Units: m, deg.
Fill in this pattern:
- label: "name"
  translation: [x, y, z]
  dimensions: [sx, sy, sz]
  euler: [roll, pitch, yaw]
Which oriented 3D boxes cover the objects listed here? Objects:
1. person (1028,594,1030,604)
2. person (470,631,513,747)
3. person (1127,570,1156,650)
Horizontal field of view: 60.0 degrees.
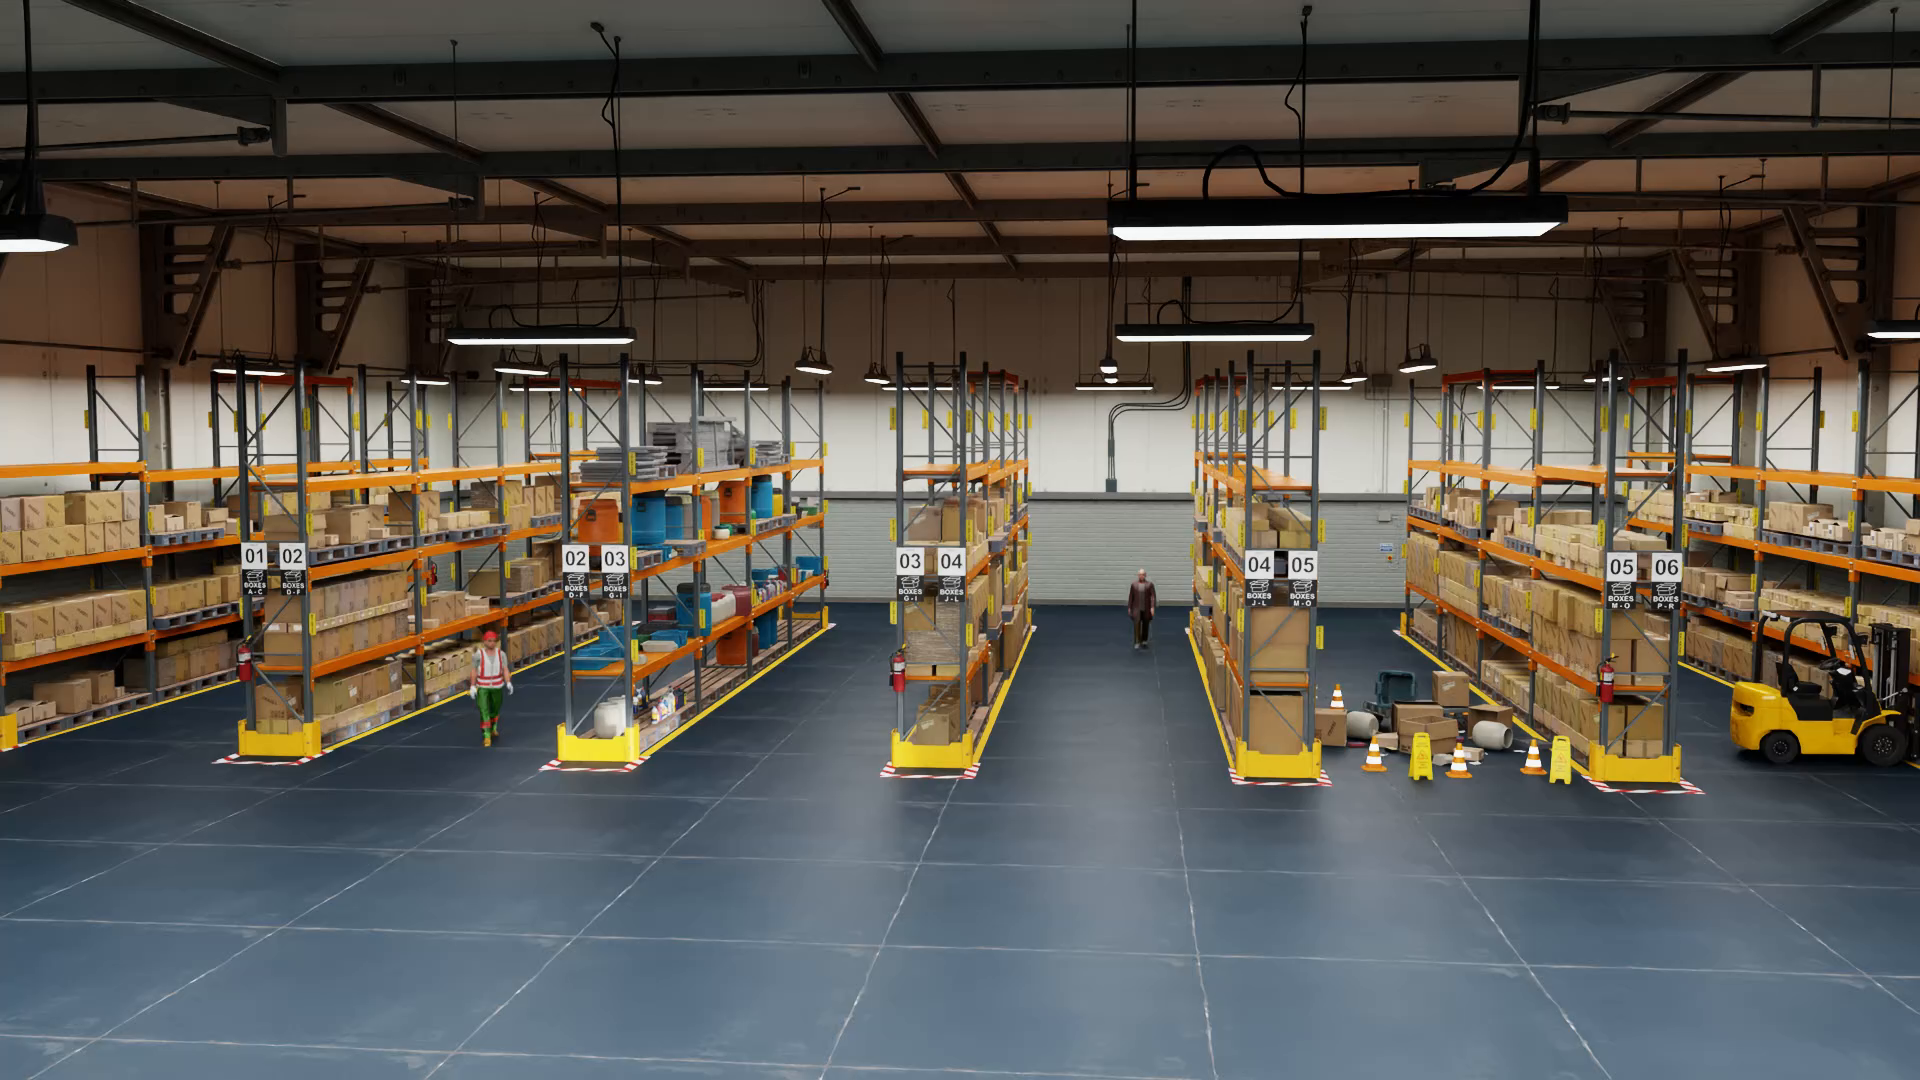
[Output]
- label: "person"
  translation: [1.501, 1.230, 41.693]
  dimensions: [0.428, 1.583, 0.451]
  euler: [-4, 6, -43]
- label: "person"
  translation: [-7.283, 2.272, 25.822]
  dimensions: [0.632, 1.720, 1.093]
  euler: [-2, 4, -21]
- label: "person"
  translation: [3.997, 1.515, 36.564]
  dimensions: [0.637, 1.718, 1.103]
  euler: [0, 4, 6]
